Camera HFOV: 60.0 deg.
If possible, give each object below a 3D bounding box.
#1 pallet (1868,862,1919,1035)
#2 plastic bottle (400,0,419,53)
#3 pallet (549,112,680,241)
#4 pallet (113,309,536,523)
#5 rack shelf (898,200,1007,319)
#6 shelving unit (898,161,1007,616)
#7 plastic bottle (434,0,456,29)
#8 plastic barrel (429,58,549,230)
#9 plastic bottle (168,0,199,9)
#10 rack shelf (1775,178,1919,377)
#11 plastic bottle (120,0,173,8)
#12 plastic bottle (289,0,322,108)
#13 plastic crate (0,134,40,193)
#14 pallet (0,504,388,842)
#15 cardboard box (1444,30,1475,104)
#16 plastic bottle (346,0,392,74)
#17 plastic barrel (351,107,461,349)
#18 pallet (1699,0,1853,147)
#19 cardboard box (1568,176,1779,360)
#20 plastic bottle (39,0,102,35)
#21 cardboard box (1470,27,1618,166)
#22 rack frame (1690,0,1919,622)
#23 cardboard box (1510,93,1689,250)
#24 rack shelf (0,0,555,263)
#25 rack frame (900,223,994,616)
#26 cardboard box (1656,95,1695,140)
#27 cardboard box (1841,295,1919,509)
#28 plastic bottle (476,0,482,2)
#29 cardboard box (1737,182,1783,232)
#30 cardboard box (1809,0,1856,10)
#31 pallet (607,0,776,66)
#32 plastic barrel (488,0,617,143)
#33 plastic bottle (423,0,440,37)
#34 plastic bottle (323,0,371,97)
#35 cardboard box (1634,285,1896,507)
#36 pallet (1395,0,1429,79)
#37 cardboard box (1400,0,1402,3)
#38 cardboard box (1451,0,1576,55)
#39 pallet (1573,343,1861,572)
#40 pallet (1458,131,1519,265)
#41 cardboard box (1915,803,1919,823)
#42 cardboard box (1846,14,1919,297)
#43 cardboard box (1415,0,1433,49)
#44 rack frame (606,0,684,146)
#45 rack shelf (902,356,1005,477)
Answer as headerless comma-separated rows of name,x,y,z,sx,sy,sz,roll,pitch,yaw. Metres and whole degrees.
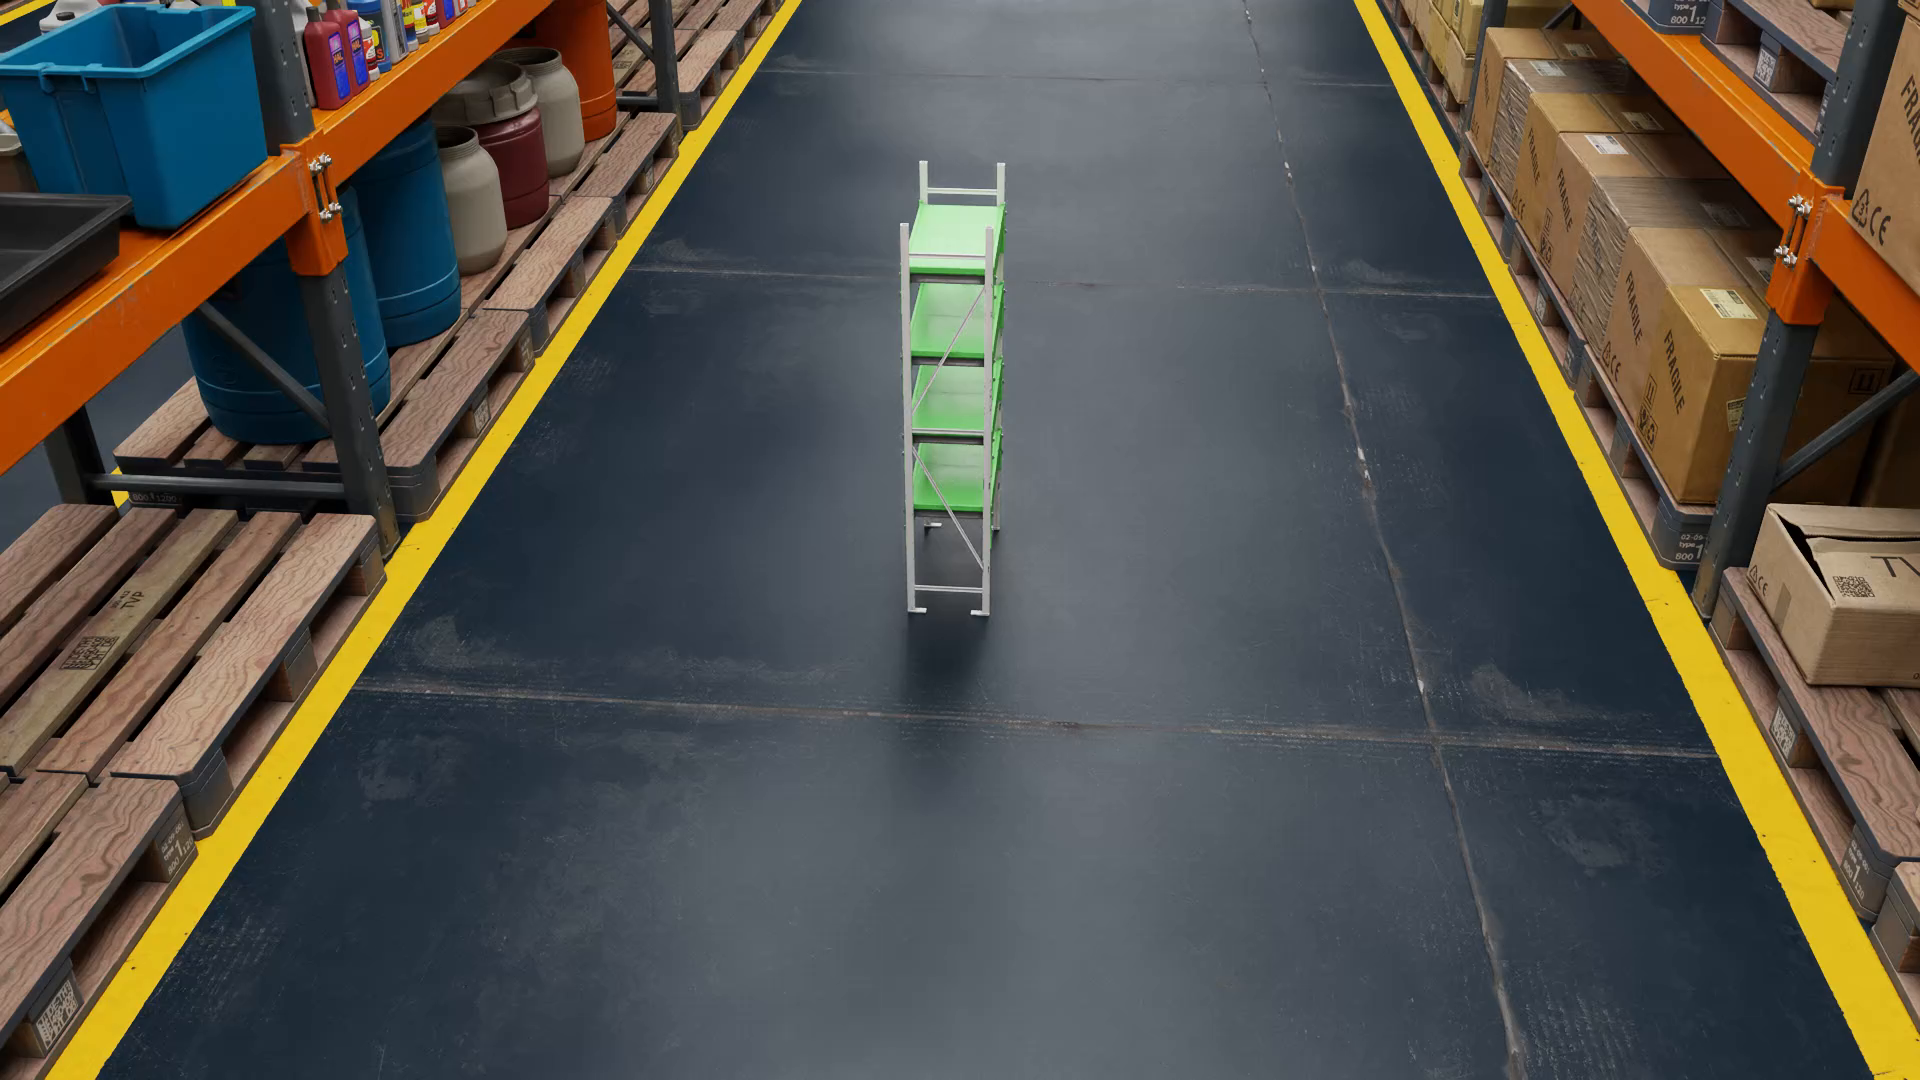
pallet,2.519,1.137,3.204,1.003,0.211,1.213,2,32,4
plastic bottle,-1.780,-1.684,5.246,0.097,0.271,0.097,0,32,0
pallet,-1.961,-1.753,7.893,1.003,0.211,1.213,2,32,4
pallet,-2.160,-0.477,5.823,1.003,0.211,1.213,2,32,4
rack shelf,-0.013,-0.778,4.576,0.258,0.148,0.480,2,32,4
shelving unit,-0.013,-0.424,4.795,0.258,1.200,0.503,2,32,4
plastic bottle,-1.737,-1.851,5.505,0.061,0.283,0.133,2,32,4
plastic barrel,-2.053,-1.659,6.981,0.600,0.588,0.708,2,32,4
plastic bottle,-2.398,-1.593,5.165,0.097,0.201,0.097,0,32,0
rack shelf,2.510,0.303,2.585,1.077,0.370,4.000,2,32,4
plastic bottle,-2.524,-1.620,5.139,0.152,0.276,0.135,2,32,4
plastic bottle,-1.909,-1.433,4.763,0.144,0.351,0.185,2,32,4
plastic crate,-2.444,-0.938,4.108,0.396,0.136,0.243,2,32,4
pallet,-2.285,0.311,4.544,1.003,0.211,1.213,2,32,4
cardboard box,2.798,-2.434,8.561,0.500,0.250,0.500,3,32,5
plastic bottle,-1.799,-1.563,5.050,0.097,0.271,0.097,0,32,0
plastic barrel,-2.145,-1.202,5.941,0.600,0.901,0.708,2,32,4
pallet,2.846,-1.380,4.814,1.003,0.211,1.213,2,32,4
cardboard box,2.517,-0.963,5.916,0.500,0.500,0.500,3,32,5
plastic bottle,-2.554,-1.429,4.829,0.152,0.276,0.135,2,32,4
cardboard box,2.676,-2.038,7.661,0.500,0.500,0.500,4,32,6
rack frame,2.673,-1.049,4.093,1.000,3.000,0.127,2,32,4
cardboard box,2.594,-1.502,6.791,0.500,0.500,0.500,2,32,3
rack shelf,-2.101,-2.002,6.325,1.077,0.370,4.000,2,32,4
rack frame,-0.033,-0.297,4.588,0.240,1.200,0.015,2,32,4
cardboard box,3.114,-1.494,6.778,0.500,0.500,0.500,1,32,2
cardboard box,2.955,-0.415,5.027,0.500,0.500,0.500,1,32,2
plastic bottle,-1.752,-2.041,5.821,0.152,0.276,0.135,2,32,4
cardboard box,3.035,-0.955,5.904,0.500,0.500,0.500,3,32,5
cardboard box,2.927,-1.871,4.931,0.700,0.500,0.500,7,32,12
pallet,-1.735,-3.206,10.252,1.003,0.211,1.213,2,32,4
plastic barrel,-1.961,-2.352,7.876,0.600,0.830,0.708,2,32,4
plastic bottle,-1.764,-1.756,5.430,0.097,0.201,0.097,0,32,0
plastic bottle,-1.798,-1.456,4.865,0.061,0.283,0.133,2,32,4
cardboard box,2.427,-0.442,5.072,0.500,0.500,0.500,2,32,4
pallet,3.206,-3.018,9.947,1.003,0.211,1.213,2,32,4
cardboard box,2.962,-3.502,10.294,0.500,0.250,0.500,2,32,2
cardboard box,2.796,-2.672,8.412,0.500,0.311,0.500,3,32,5
pallet,2.701,-0.289,5.517,1.003,0.211,1.213,2,32,4
pallet,2.900,-1.565,7.588,1.003,0.211,1.213,2,32,4
cardboard box,2.362,0.633,3.645,0.380,0.166,0.250,2,32,4
cardboard box,2.360,-0.837,3.653,0.500,0.500,0.500,3,32,5
cardboard box,2.880,-2.967,9.425,0.500,0.250,0.500,3,32,5
rack frame,-1.938,-3.354,7.833,1.000,3.000,0.127,2,32,4
rack shelf,-0.013,-0.370,4.828,0.258,0.148,0.480,2,32,4
